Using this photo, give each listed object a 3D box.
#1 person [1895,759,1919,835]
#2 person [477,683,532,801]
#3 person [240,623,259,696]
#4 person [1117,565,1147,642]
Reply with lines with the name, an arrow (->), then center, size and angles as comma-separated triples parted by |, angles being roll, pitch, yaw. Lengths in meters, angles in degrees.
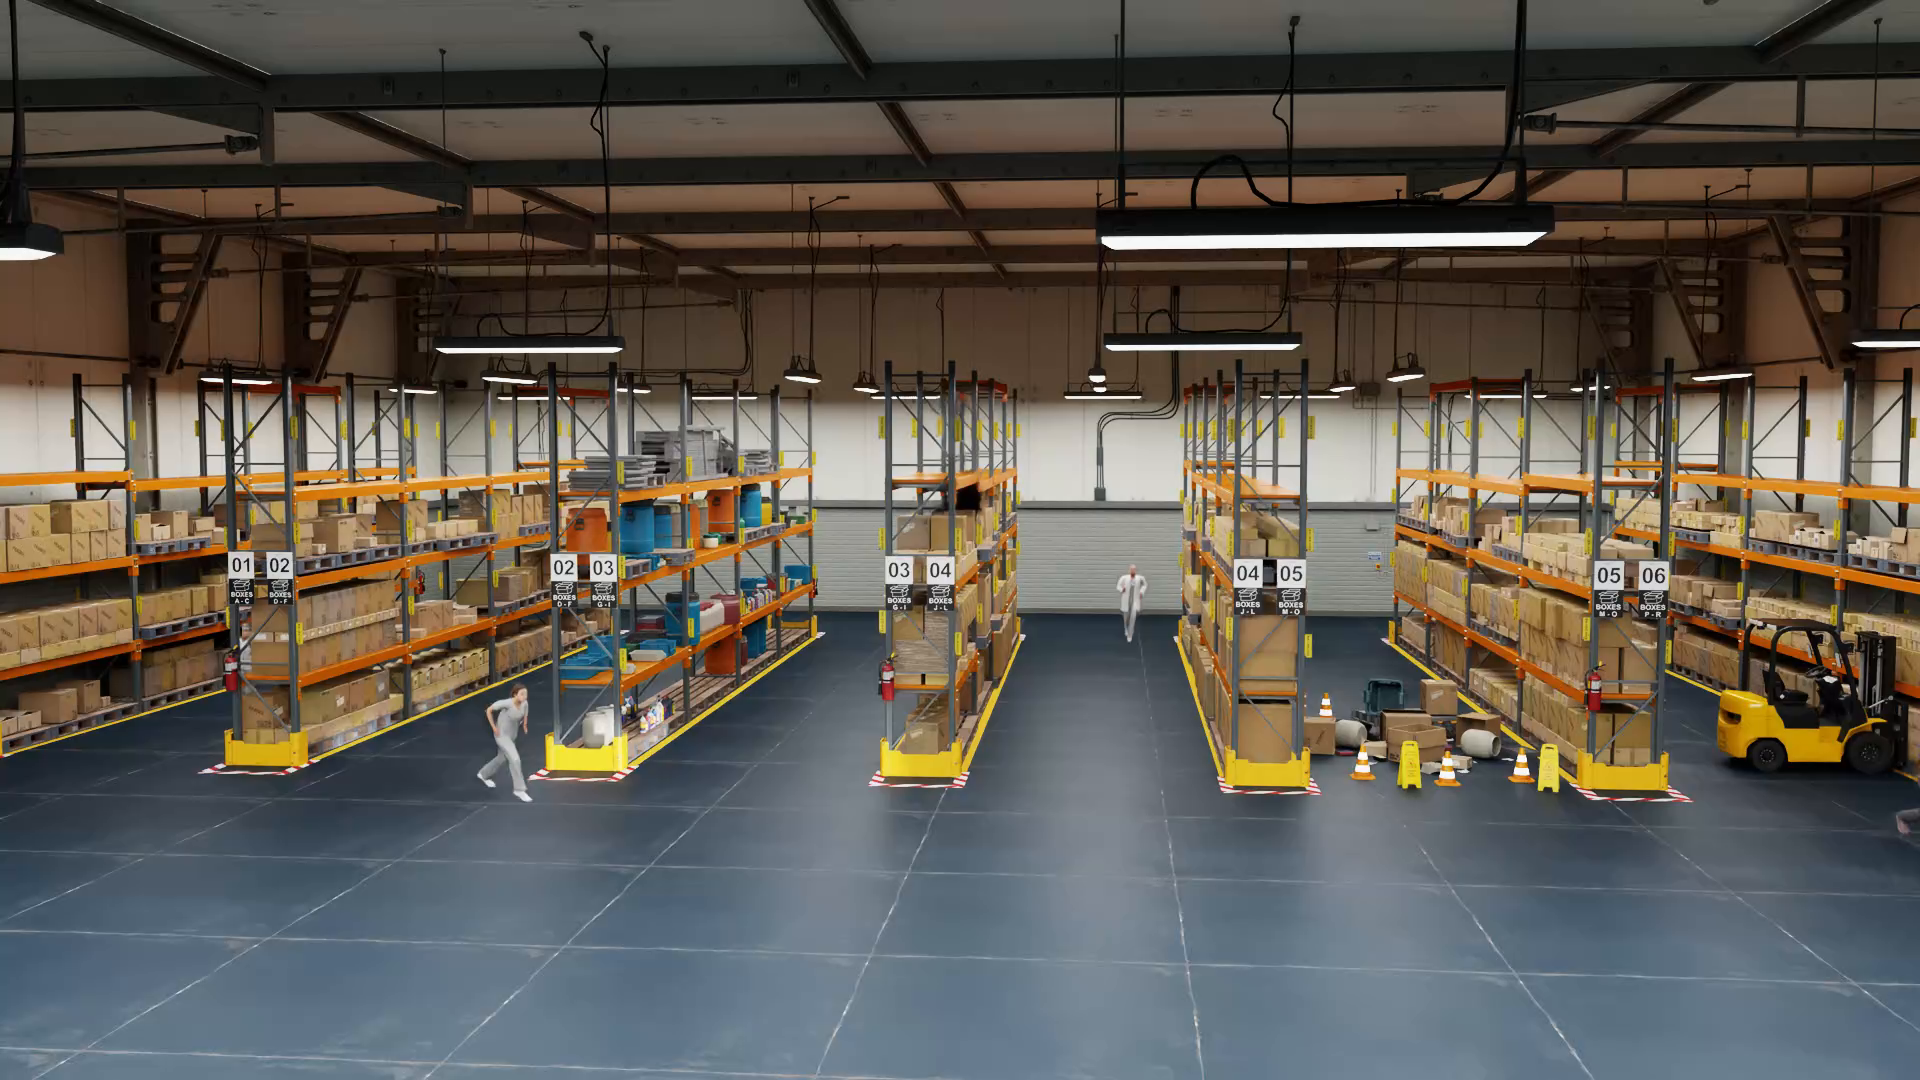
person -> 11.538, 2.936, 19.754 | 0.587, 1.614, 0.909 | -1, 4, -18
person -> -6.245, 2.733, 22.697 | 1.003, 1.625, 0.603 | 3, 5, 36
person -> -12.476, 2.273, 29.109 | 0.616, 1.659, 0.554 | 0, 4, -1
person -> 4.102, 1.496, 39.771 | 0.708, 1.804, 1.036 | 1, 4, 9
